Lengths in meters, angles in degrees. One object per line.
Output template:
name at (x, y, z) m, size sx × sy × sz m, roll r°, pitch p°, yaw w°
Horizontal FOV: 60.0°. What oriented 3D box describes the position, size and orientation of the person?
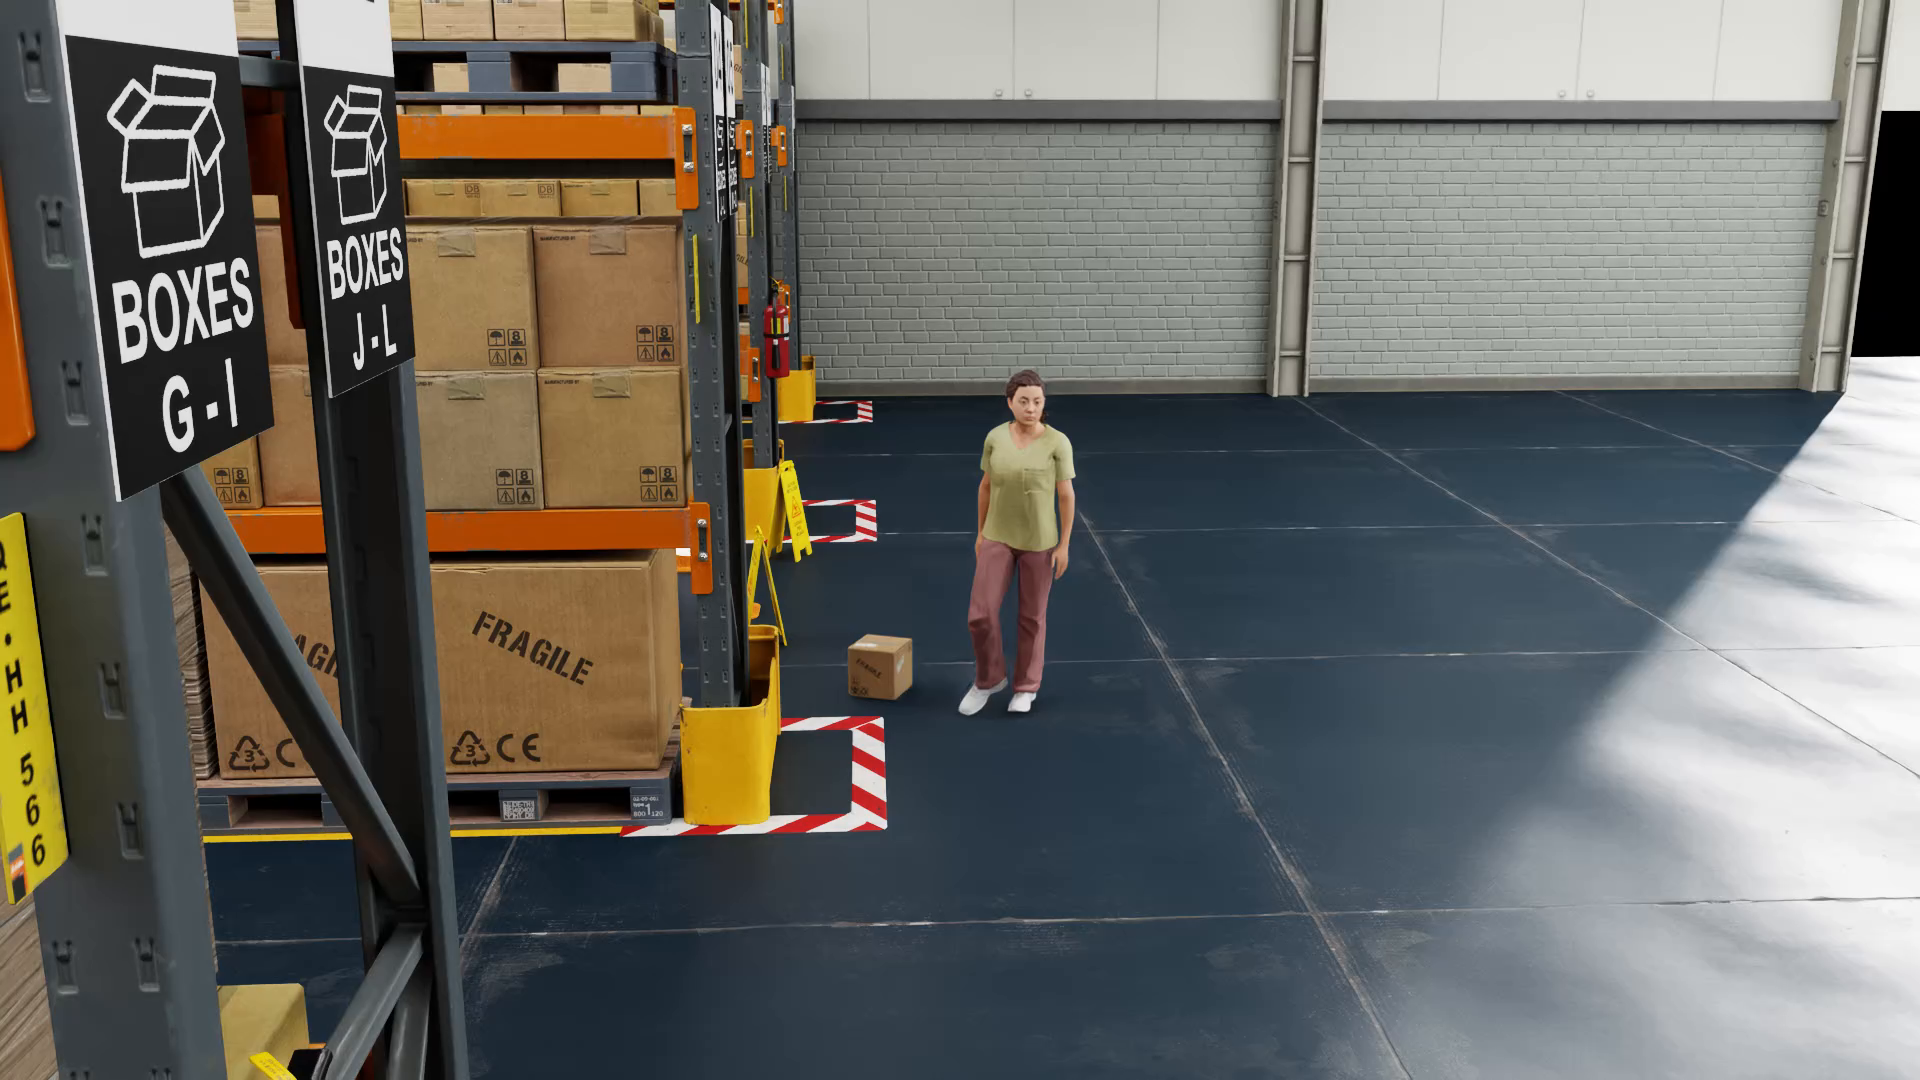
person at (0.271, 0.021, 7.815) m, size 0.539 × 1.663 × 0.497 m, roll 3°, pitch 14°, yaw 12°
